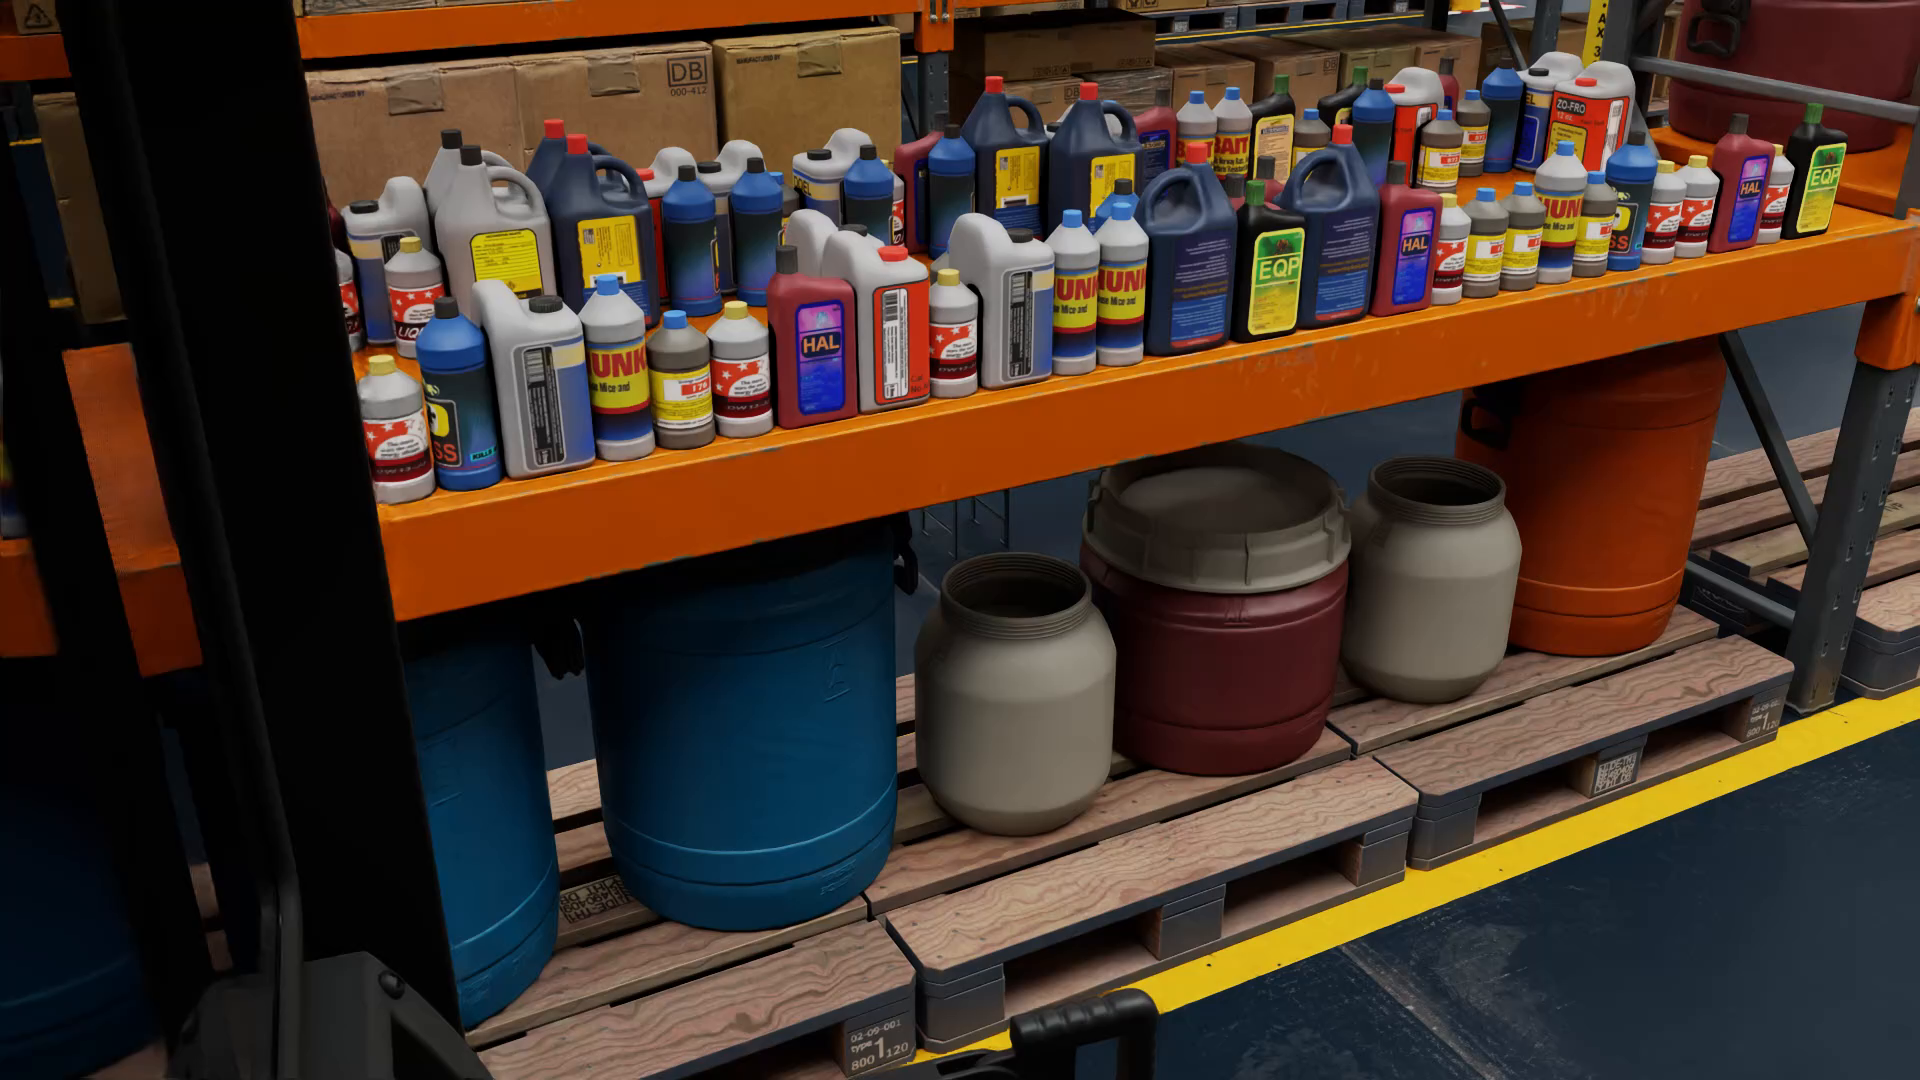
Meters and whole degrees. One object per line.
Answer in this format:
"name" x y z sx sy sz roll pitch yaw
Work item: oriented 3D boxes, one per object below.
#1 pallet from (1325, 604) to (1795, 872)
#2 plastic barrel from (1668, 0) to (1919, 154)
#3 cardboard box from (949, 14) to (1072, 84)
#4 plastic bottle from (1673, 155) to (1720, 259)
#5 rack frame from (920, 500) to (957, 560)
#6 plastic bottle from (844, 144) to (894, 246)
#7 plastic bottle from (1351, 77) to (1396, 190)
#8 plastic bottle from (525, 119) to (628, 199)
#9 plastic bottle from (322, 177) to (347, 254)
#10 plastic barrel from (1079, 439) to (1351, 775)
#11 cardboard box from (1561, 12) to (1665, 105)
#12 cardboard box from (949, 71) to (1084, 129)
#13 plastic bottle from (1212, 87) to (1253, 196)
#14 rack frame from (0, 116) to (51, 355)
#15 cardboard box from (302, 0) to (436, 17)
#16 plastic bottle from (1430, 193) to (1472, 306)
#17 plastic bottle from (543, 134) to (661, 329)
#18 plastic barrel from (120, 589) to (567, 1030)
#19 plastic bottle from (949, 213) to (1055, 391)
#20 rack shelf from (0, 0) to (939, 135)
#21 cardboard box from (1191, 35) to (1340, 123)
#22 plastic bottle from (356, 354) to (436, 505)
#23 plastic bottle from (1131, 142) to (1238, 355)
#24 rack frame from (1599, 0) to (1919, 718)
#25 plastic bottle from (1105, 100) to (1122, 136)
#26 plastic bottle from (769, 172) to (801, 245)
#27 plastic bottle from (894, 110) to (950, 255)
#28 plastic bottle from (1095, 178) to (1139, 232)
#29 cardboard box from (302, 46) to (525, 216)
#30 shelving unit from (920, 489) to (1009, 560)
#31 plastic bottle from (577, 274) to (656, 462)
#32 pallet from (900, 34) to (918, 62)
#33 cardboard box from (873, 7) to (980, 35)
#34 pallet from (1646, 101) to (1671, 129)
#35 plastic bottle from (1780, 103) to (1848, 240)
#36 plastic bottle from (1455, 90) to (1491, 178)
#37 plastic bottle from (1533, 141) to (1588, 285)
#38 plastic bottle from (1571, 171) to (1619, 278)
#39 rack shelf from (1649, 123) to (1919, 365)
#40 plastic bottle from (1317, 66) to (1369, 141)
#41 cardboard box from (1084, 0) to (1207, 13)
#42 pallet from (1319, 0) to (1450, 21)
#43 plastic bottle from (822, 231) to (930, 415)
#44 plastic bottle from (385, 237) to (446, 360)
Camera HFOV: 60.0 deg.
"pallet" 1.315 0.338 4.303 1.213 0.211 1.003 -13 29 -25
"plastic barrel" 2.258 -1.367 4.475 0.708 0.536 0.600 -13 29 -25
"cardboard box" 0.237 -2.545 8.598 0.500 0.250 0.500 -12 28 -23
"plastic bottle" 1.521 -0.697 3.466 0.097 0.201 0.097 0 26 0
"rack frame" -0.068 -0.525 4.958 0.006 1.200 0.240 -13 29 -25
"plastic bottle" -0.177 -0.635 3.255 0.097 0.271 0.097 0 26 0
"plastic bottle" 0.962 -0.942 3.896 0.097 0.271 0.097 0 26 0
"plastic bottle" -0.718 -0.609 3.109 0.185 0.351 0.144 -13 29 -25
"plastic bottle" -1.160 -0.497 2.954 0.133 0.283 0.061 -13 29 -25
"plastic barrel" 0.571 0.138 3.798 0.708 0.588 0.600 -13 29 -25
"cardboard box" 4.063 -3.050 10.540 0.500 0.500 0.500 -4 26 -9
"cardboard box" 0.242 -2.203 8.752 0.500 0.500 0.700 -15 29 -28
"plastic bottle" 0.612 -0.892 3.790 0.097 0.271 0.097 0 26 0
"rack frame" -3.869 -2.173 6.310 0.127 3.000 1.000 -13 29 -25
"cardboard box" -2.461 -2.420 6.710 0.500 0.500 0.500 -14 29 -26
"plastic bottle" 0.920 -0.559 3.177 0.097 0.201 0.097 0 26 0
"plastic bottle" -0.650 -0.554 2.994 0.185 0.351 0.144 -13 29 -25
"plastic barrel" -1.050 0.371 2.950 0.708 0.901 0.600 -13 29 -25
"plastic bottle" 0.071 -0.410 2.781 0.135 0.276 0.152 -13 29 -25
"rack shelf" -2.104 -2.256 7.314 4.000 0.370 1.077 -13 29 -25
"cardboard box" 1.715 -2.553 9.481 0.500 0.500 0.700 -16 30 -29
"plastic bottle" -0.803 -0.161 2.349 0.097 0.201 0.097 0 26 0
"plastic bottle" 0.386 -0.514 2.912 0.185 0.351 0.144 -13 29 -25
"rack frame" 1.991 -1.096 4.067 0.127 3.000 1.000 -13 29 -25
"plastic bottle" 0.323 -0.825 3.651 0.097 0.271 0.097 0 26 0
"plastic bottle" -0.367 -0.634 3.334 0.097 0.201 0.097 0 26 0
"plastic bottle" -0.069 -0.749 3.478 0.133 0.283 0.061 -13 29 -25
"plastic bottle" 0.290 -0.516 3.007 0.097 0.271 0.097 0 26 0
"cardboard box" -2.526 -1.724 7.346 0.875 0.875 1.225 -14 29 -27
"shelving unit" 0.013 -0.544 4.996 0.189 1.200 0.258 -13 29 -25
"plastic bottle" -0.513 -0.260 2.474 0.097 0.271 0.097 0 26 0
"pallet" -0.778 -4.024 13.387 1.213 0.211 1.003 -13 29 -25
"cardboard box" -0.413 -4.536 13.346 0.750 0.750 1.050 -13 29 -25
"pallet" 3.766 -2.695 10.620 1.213 0.211 1.003 -13 29 -25
"plastic bottle" 1.835 -0.798 3.581 0.133 0.283 0.061 -13 29 -25
"plastic bottle" 1.256 -1.009 4.114 0.097 0.201 0.097 0 26 0
"plastic bottle" 1.177 -0.650 3.286 0.097 0.271 0.097 0 26 0
"plastic bottle" 1.263 -0.638 3.342 0.097 0.201 0.097 0 26 0
"rack shelf" 3.756 -1.179 5.071 4.000 0.370 1.077 -13 29 -25
"plastic bottle" 0.909 -0.974 3.949 0.133 0.283 0.061 -13 29 -25
"cardboard box" 1.533 -5.050 14.272 0.875 0.875 0.875 -13 28 -24
"pallet" 3.806 -5.082 15.590 1.213 0.211 1.003 -13 29 -25
"plastic bottle" -0.134 -0.363 2.683 0.135 0.276 0.152 -13 29 -25
"plastic bottle" -0.945 -0.426 2.901 0.097 0.201 0.097 0 26 0
